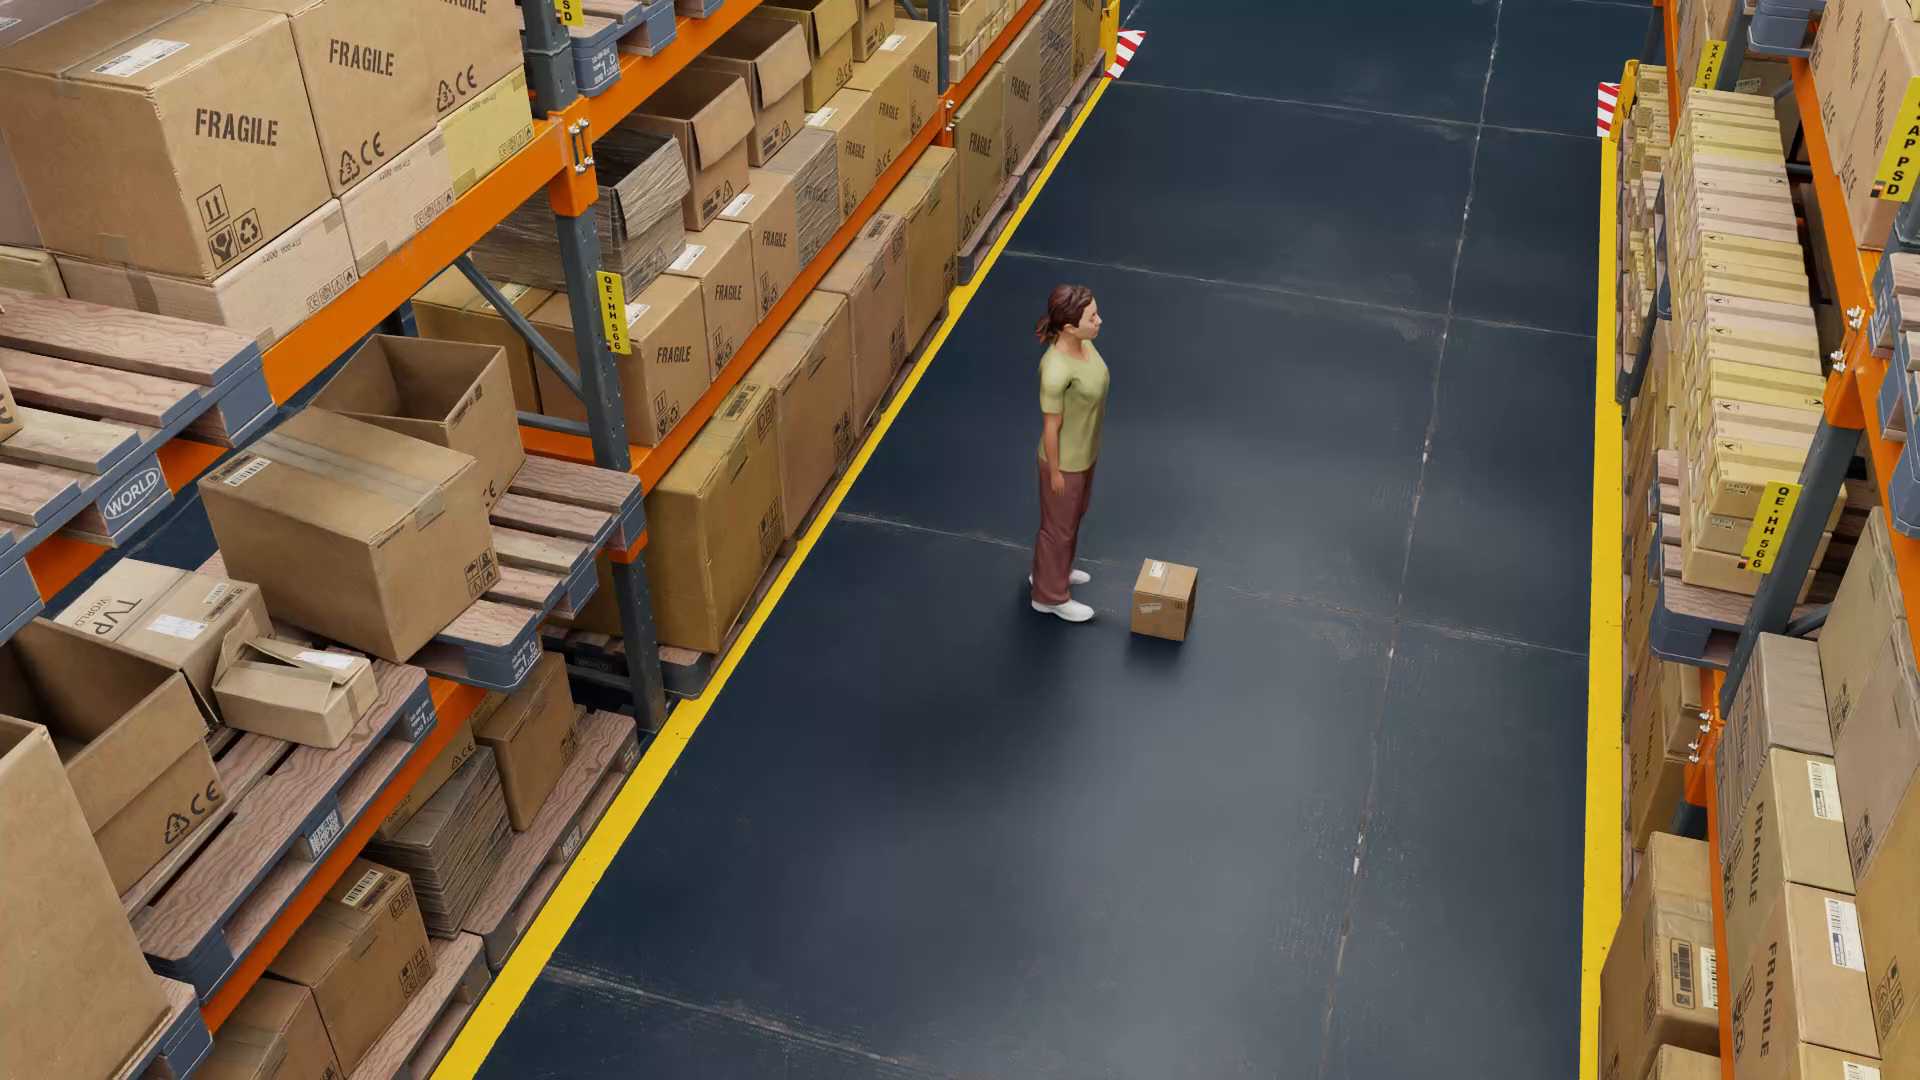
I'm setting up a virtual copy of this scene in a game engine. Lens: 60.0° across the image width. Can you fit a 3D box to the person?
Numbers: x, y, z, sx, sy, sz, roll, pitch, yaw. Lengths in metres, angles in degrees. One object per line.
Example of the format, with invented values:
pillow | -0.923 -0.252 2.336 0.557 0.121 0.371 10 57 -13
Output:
person | 0.515 -0.356 7.428 0.426 1.603 0.478 12 39 15
